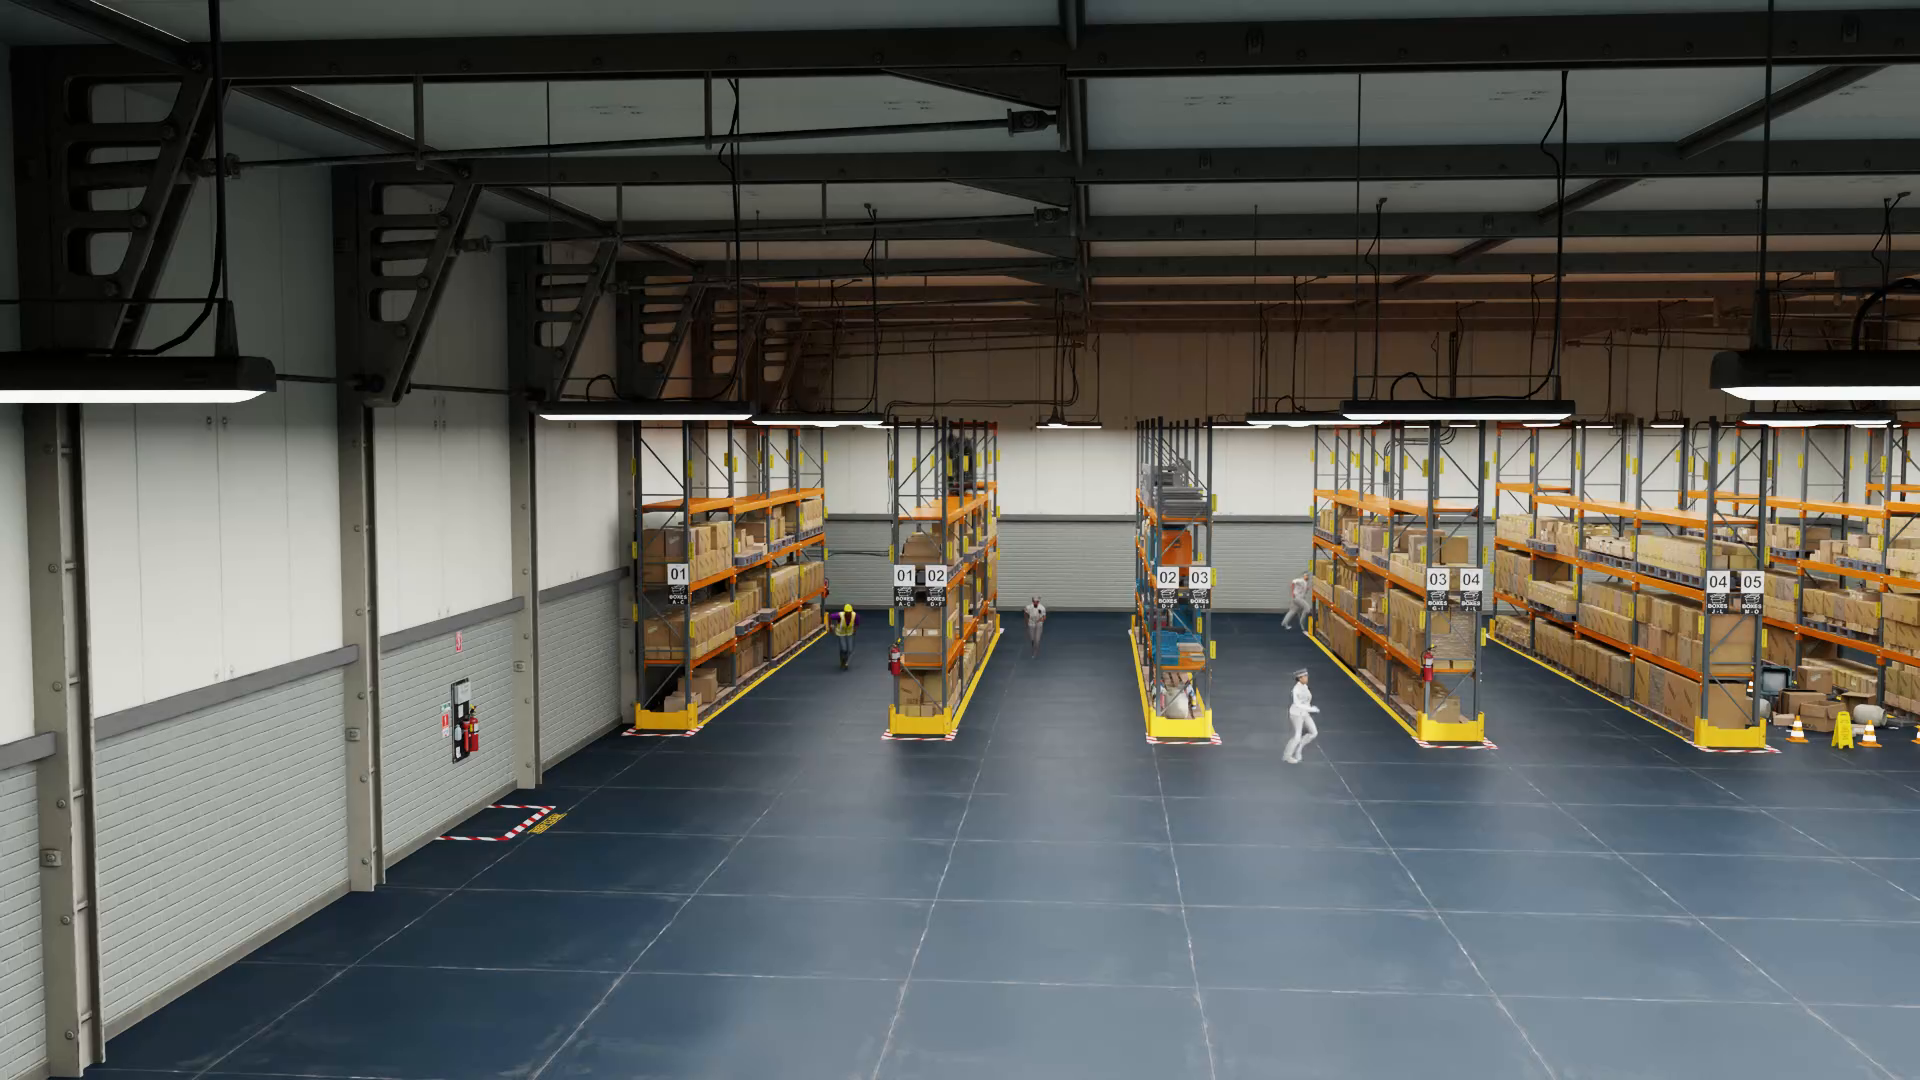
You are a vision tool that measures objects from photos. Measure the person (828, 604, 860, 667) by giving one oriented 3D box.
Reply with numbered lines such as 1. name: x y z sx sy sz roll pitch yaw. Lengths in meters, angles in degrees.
1. person: -2.790 2.307 40.051 0.738 1.582 0.903 -1 4 -16

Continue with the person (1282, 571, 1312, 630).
1. person: 9.770 1.749 47.880 0.971 1.785 0.651 1 4 12

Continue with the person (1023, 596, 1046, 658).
1. person: 1.886 2.189 41.878 0.562 1.611 0.705 0 4 -1

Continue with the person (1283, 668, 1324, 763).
1. person: 5.924 3.014 28.585 0.740 1.671 0.578 3 5 35
